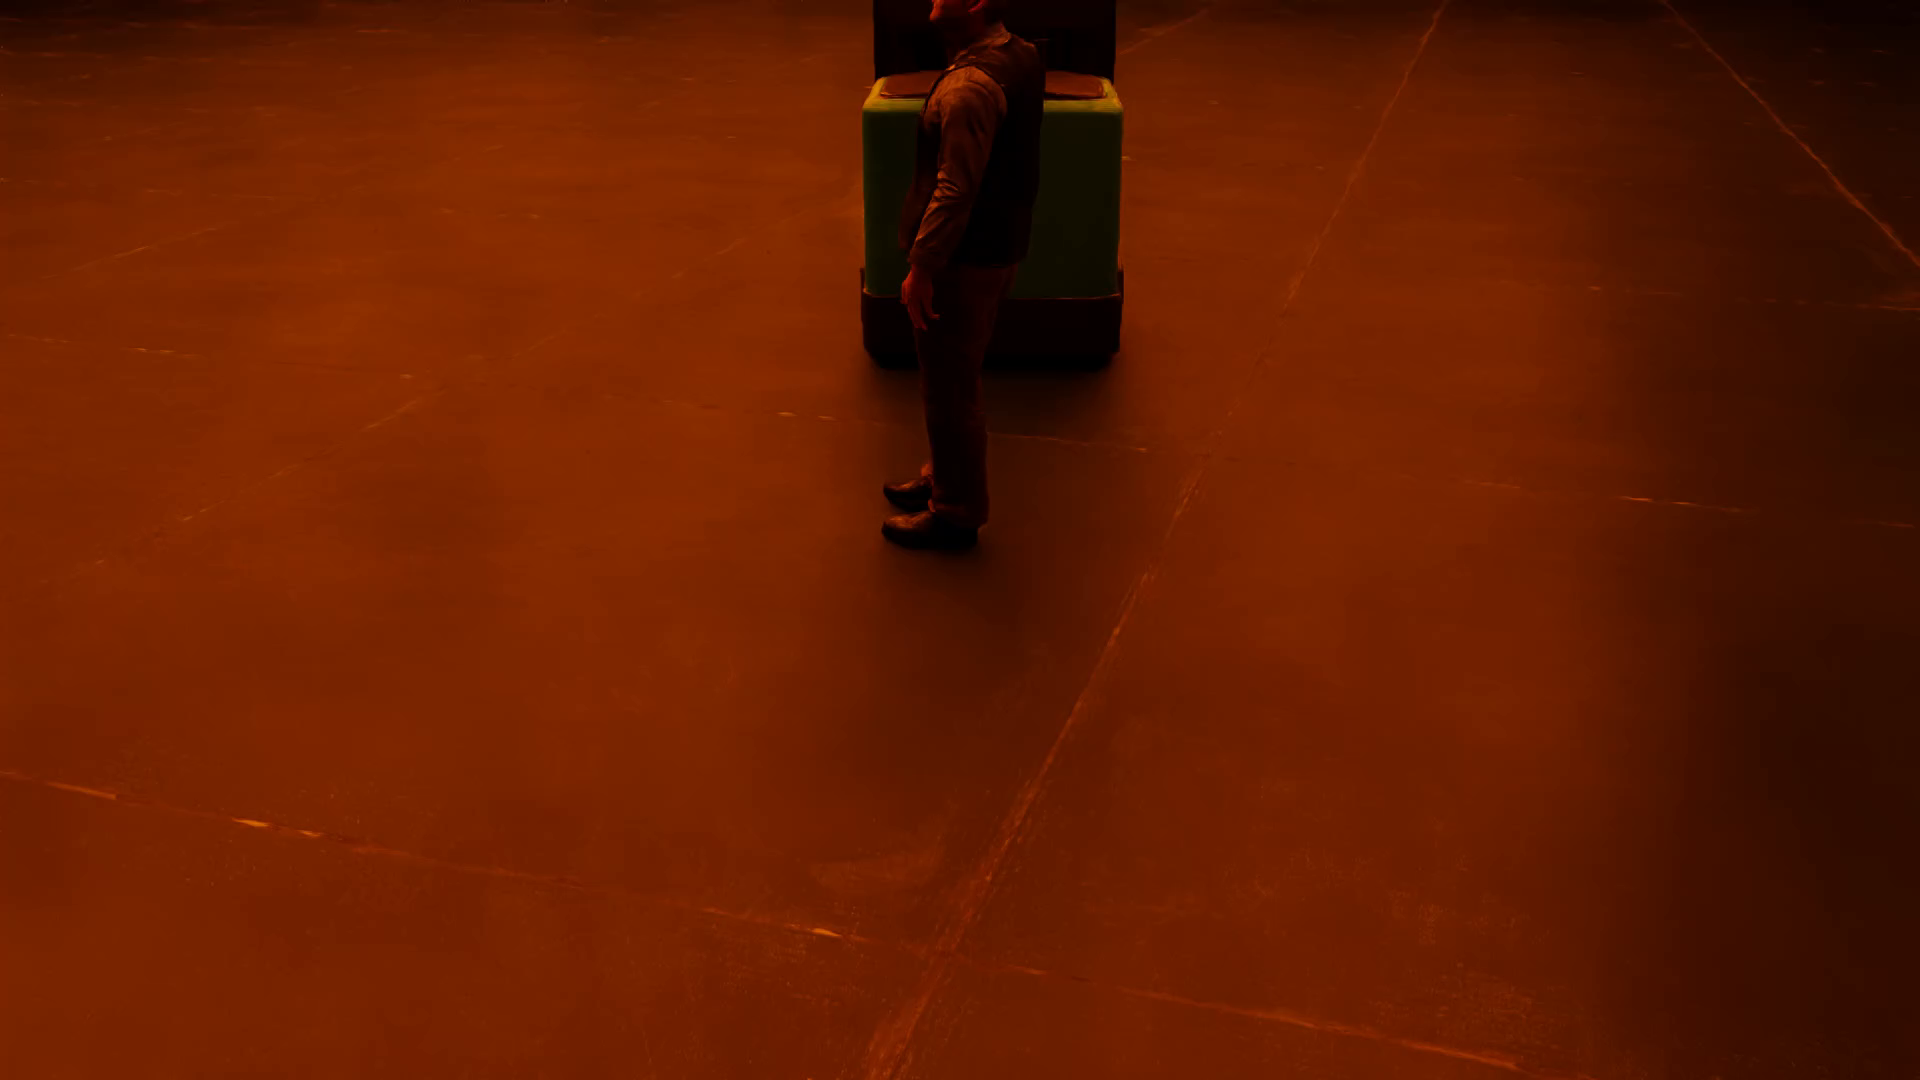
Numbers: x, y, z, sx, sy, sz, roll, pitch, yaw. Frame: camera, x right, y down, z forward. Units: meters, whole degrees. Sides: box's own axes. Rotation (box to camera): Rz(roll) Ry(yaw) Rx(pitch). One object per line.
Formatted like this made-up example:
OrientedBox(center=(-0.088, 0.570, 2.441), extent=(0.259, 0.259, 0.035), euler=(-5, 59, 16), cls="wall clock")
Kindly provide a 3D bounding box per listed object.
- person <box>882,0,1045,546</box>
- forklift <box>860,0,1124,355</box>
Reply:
OrientedBox(center=(-0.057, -0.812, 4.814), extent=(0.567, 1.720, 0.632), euler=(7, 23, 16), cls="person")
OrientedBox(center=(0.162, -2.620, 7.627), extent=(1.130, 2.935, 3.031), euler=(1, 22, 1), cls="forklift")
